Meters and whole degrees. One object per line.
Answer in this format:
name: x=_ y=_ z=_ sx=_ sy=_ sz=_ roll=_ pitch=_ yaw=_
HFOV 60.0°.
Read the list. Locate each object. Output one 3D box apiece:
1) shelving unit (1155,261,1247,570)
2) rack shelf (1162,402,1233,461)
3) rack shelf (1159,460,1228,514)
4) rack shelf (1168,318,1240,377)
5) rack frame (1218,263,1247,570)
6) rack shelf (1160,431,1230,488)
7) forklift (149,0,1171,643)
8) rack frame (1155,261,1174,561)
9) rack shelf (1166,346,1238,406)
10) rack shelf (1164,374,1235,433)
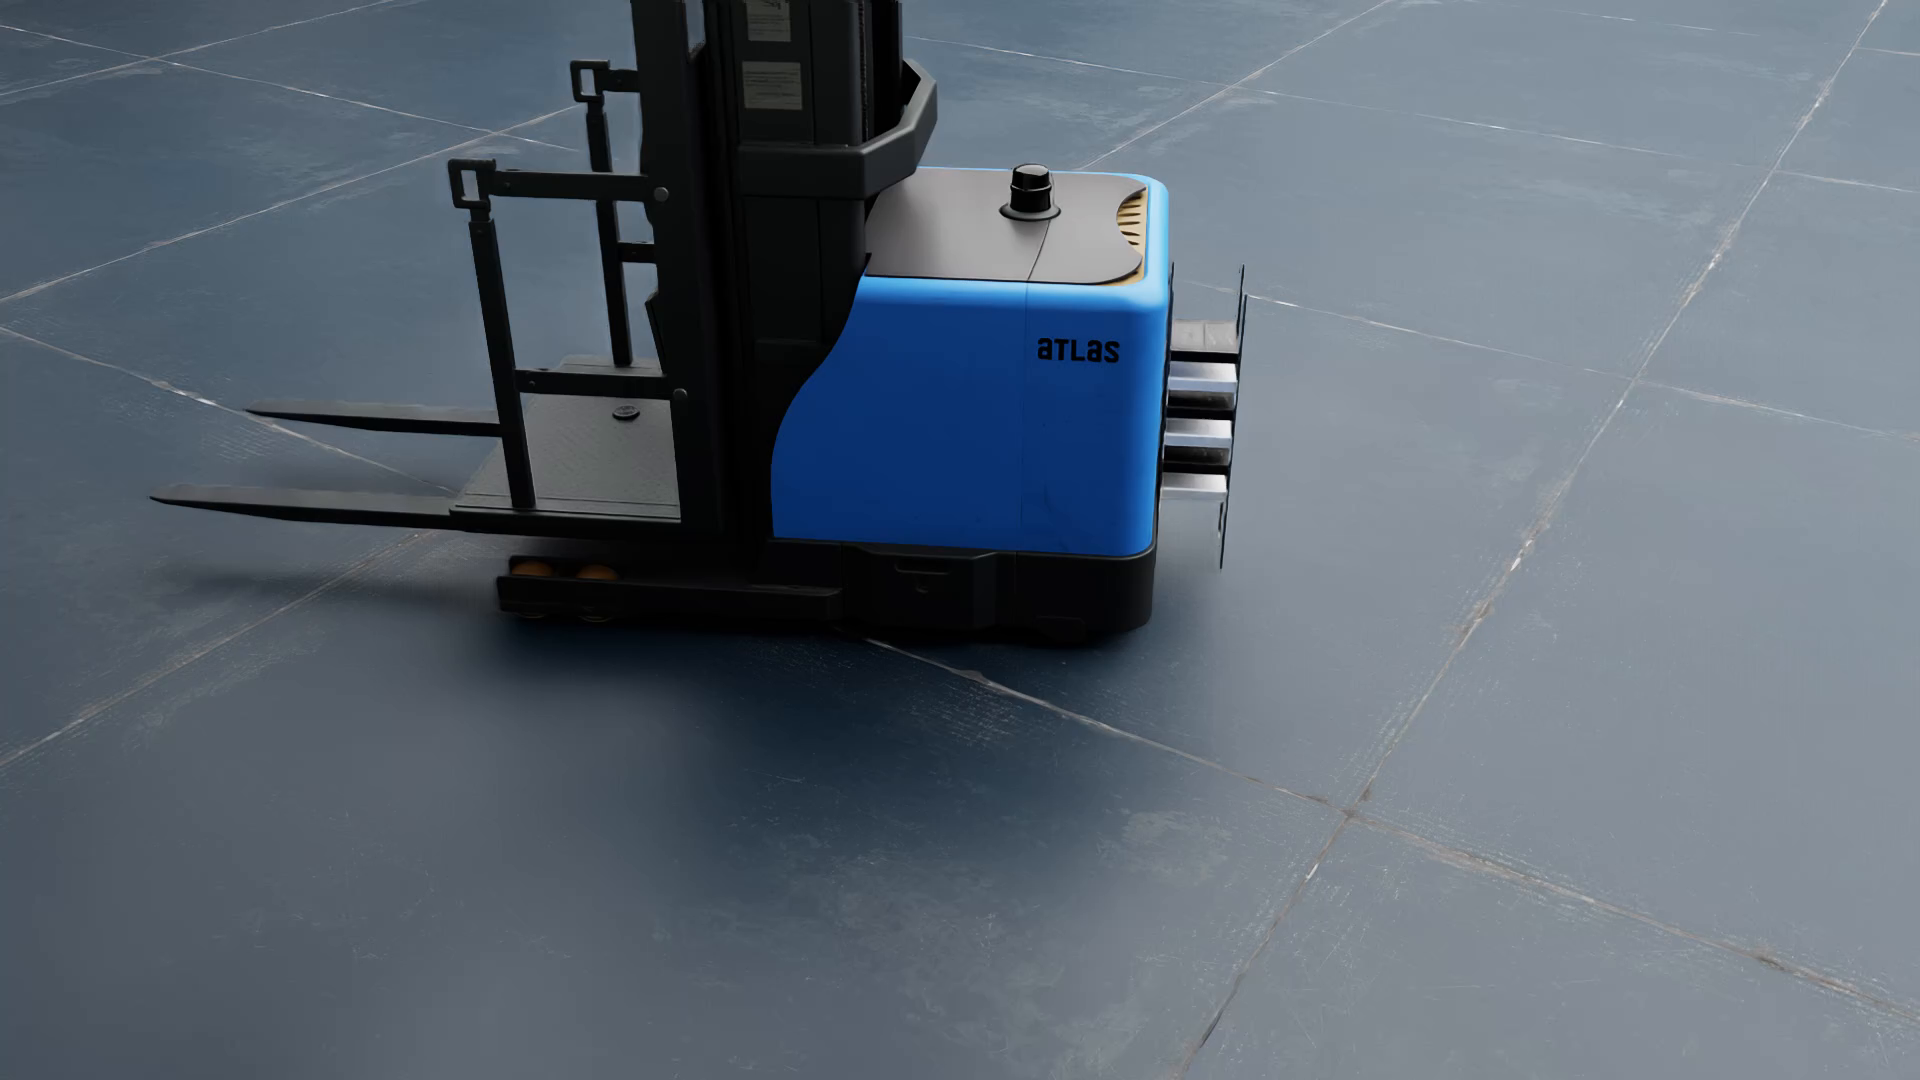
shelving unit: x=0.711 y=-0.363 z=4.979 sx=0.210 sy=0.900 sz=0.258 roll=3 pitch=30 yaw=5
rack shelf: x=0.711 y=-0.334 z=4.996 sx=0.200 sy=0.077 sz=0.258 roll=3 pitch=30 yaw=5
rack shelf: x=0.711 y=-0.179 z=5.086 sx=0.200 sy=0.077 sz=0.258 roll=3 pitch=30 yaw=5
rack shelf: x=0.711 y=-0.567 z=4.860 sx=0.200 sy=0.077 sz=0.258 roll=3 pitch=30 yaw=5
rack frame: x=0.812 y=-0.357 z=4.969 sx=0.006 sy=0.900 sz=0.240 roll=3 pitch=30 yaw=5
rack shelf: x=0.711 y=-0.256 z=5.041 sx=0.200 sy=0.077 sz=0.258 roll=3 pitch=30 yaw=5
forklift: x=-0.914 y=-1.286 z=4.545 sx=3.031 sy=2.935 sz=1.130 roll=3 pitch=30 yaw=5
rack frame: x=0.610 y=-0.368 z=4.989 sx=0.006 sy=0.900 sz=0.240 roll=3 pitch=30 yaw=5
rack shelf: x=0.711 y=-0.489 z=4.905 sx=0.200 sy=0.077 sz=0.258 roll=3 pitch=30 yaw=5
rack shelf: x=0.711 y=-0.412 z=4.950 sx=0.200 sy=0.077 sz=0.258 roll=3 pitch=30 yaw=5
